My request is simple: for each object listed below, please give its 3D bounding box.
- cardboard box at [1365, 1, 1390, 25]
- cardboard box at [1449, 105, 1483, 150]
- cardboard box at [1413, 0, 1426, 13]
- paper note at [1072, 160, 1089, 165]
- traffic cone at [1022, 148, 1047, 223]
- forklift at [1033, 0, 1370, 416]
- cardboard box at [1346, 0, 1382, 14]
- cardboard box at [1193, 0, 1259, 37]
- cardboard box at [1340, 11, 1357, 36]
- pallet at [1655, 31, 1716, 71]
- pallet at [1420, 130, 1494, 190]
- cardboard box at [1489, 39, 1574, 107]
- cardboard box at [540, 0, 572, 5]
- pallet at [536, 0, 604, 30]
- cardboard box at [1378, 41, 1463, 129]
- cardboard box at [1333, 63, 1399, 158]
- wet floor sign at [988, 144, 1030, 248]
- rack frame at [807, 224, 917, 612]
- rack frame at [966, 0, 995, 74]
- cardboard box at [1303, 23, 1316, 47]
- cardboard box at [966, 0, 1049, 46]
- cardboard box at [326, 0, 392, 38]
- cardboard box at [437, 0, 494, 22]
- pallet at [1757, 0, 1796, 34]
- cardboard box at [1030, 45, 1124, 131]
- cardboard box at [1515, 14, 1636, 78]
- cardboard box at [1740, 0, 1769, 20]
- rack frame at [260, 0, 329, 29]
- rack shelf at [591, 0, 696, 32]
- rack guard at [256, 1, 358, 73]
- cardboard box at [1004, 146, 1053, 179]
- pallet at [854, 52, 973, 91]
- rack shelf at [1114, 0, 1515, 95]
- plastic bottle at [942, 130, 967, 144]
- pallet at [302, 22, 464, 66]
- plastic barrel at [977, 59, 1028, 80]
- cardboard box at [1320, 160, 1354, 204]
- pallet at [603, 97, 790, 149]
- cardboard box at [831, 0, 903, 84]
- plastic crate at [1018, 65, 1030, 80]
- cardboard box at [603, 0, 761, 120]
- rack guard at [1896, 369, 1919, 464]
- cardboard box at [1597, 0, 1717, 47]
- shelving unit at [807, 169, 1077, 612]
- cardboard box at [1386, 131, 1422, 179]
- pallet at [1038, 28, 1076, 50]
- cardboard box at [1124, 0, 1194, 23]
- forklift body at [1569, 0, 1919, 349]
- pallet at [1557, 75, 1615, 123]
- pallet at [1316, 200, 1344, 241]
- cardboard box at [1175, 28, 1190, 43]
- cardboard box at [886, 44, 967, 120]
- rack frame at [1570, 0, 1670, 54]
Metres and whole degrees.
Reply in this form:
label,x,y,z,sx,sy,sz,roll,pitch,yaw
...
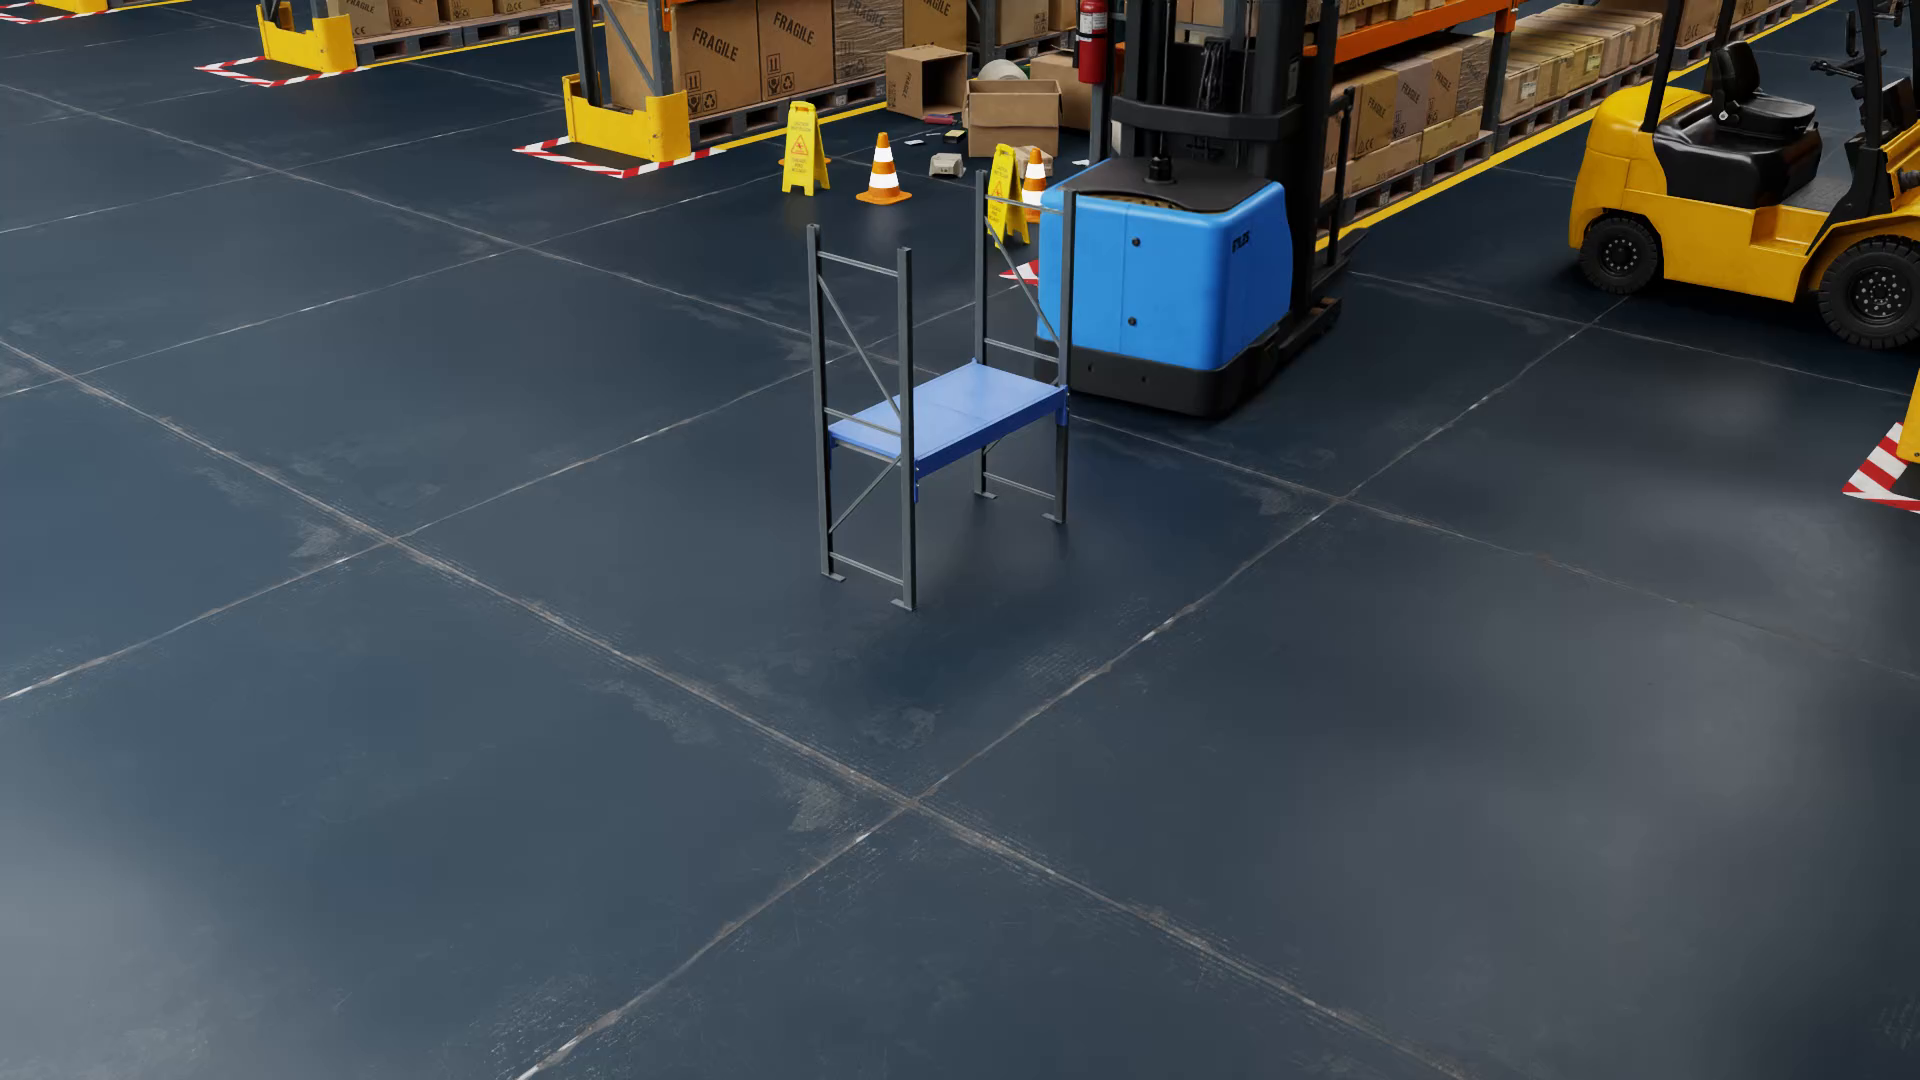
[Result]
label,x,y,z,sx,sy,sz,roll,pitch,yaw
cardboard box,2.649,-3.568,11.156,0.380,0.149,0.250,20,33,33
cardboard box,3.620,-3.177,12.662,0.500,0.250,0.500,23,35,37
cardboard box,2.990,-3.742,11.492,0.380,0.149,0.250,20,33,34
paper note,0.966,-2.932,12.897,0.142,0.019,0.148,-15,31,-27
traffic cone,0.523,-2.484,11.549,0.336,0.463,0.334,21,34,34
forklift,1.559,-2.558,9.005,1.130,2.935,3.031,15,31,26
cardboard box,2.410,-3.711,10.726,0.500,0.500,0.500,20,33,33
cardboard box,1.760,-3.345,10.019,0.500,0.500,0.500,20,34,34
cardboard box,2.337,-3.372,10.777,0.380,0.149,0.250,22,34,36
pallet,6.893,-4.937,16.564,1.003,0.211,1.213,21,34,34
pallet,3.389,-3.013,12.844,1.003,0.211,1.213,21,34,34
cardboard box,4.575,-3.962,14.047,0.950,0.372,0.625,23,35,37
cardboard box,-4.502,-6.137,18.112,0.500,0.500,0.500,-16,31,-28
pallet,-4.258,-5.909,18.443,1.003,0.211,1.213,21,34,34
cardboard box,3.298,-3.329,12.140,0.500,0.500,0.500,21,34,35
cardboard box,2.641,-2.956,11.419,0.500,0.500,0.500,22,34,35
wet floor sign,0.298,-2.281,10.958,0.232,0.644,0.267,-15,31,-27
rack frame,-0.378,-0.456,6.499,0.500,1.500,0.032,21,34,34
rack frame,-0.095,-5.911,15.411,1.000,3.000,0.127,21,34,34
cardboard box,2.002,-3.194,10.433,0.380,0.149,0.250,20,33,33
cardboard box,0.231,-5.344,16.308,1.050,0.750,0.750,21,34,34
cardboard box,-5.992,-5.271,16.437,0.500,0.500,0.500,-21,34,-35
cardboard box,-5.225,-5.709,17.285,0.500,0.500,0.500,25,36,39
pallet,8.445,-5.802,18.236,1.003,0.211,1.213,21,34,34
cardboard box,0.997,-3.730,13.764,0.797,0.637,0.503,21,34,34
cardboard box,5.503,-4.476,15.041,0.950,0.372,0.625,20,33,33
cardboard box,7.976,-6.013,17.465,0.875,0.875,0.875,22,35,36
rack frame,-6.402,-5.978,15.541,1.000,3.000,0.127,21,34,34
rack shelf,-1.367,-4.882,14.206,1.077,0.370,4.000,21,34,34
rack guard,-6.354,-4.895,16.167,1.175,0.500,0.348,21,34,34
cardboard box,0.519,-2.870,12.636,0.250,0.149,0.380,-10,29,-18
pallet,-0.639,-4.425,15.575,1.003,0.211,1.213,21,34,34
rack shelf,2.517,-3.471,11.478,1.077,0.370,4.000,21,34,34
plastic bottle,-0.036,-3.294,13.550,0.133,0.061,0.283,9,29,17
pallet,-5.810,-5.044,16.771,1.003,0.211,1.213,21,34,34
plastic barrel,0.367,-3.916,14.359,0.421,0.421,0.512,-5,28,-9
cardboard box,2.302,-2.431,11.220,0.500,0.250,0.500,22,35,36
pallet,-2.191,-3.560,13.902,1.003,0.211,1.213,21,34,34
cardboard box,-1.119,-4.630,14.791,0.875,0.875,0.875,21,34,35
plastic crate,0.806,-4.243,15.185,0.662,0.188,0.450,-10,19,-18
cardboard box,-2.259,-3.995,13.563,0.875,0.875,0.875,21,34,35
rack guard,5.062,-0.514,7.699,1.175,0.500,0.348,21,34,34
cardboard box,6.837,-5.381,16.243,0.875,0.875,0.875,20,34,34
shelving unit,-0.054,-0.636,6.847,0.538,1.500,1.048,21,34,34
cardboard box,2.962,-2.806,11.946,0.500,0.250,0.500,21,34,35
pallet,1.114,-5.402,17.463,1.003,0.211,1.213,21,34,34
cardboard box,1.377,-3.531,10.379,0.500,0.500,0.500,20,33,34
forklift body,4.876,-2.461,9.666,2.313,2.155,1.214,21,34,34
pallet,5.059,-3.972,14.699,1.003,0.211,1.213,21,34,34
pallet,1.837,-2.148,11.172,1.003,0.211,1.213,21,34,34
cardboard box,1.318,-3.165,10.377,0.380,0.149,0.250,22,35,36
cardboard box,-0.290,-3.951,14.341,0.500,0.500,0.500,-21,34,-35
rack frame,6.333,-5.918,15.425,1.000,3.000,0.127,21,34,34
